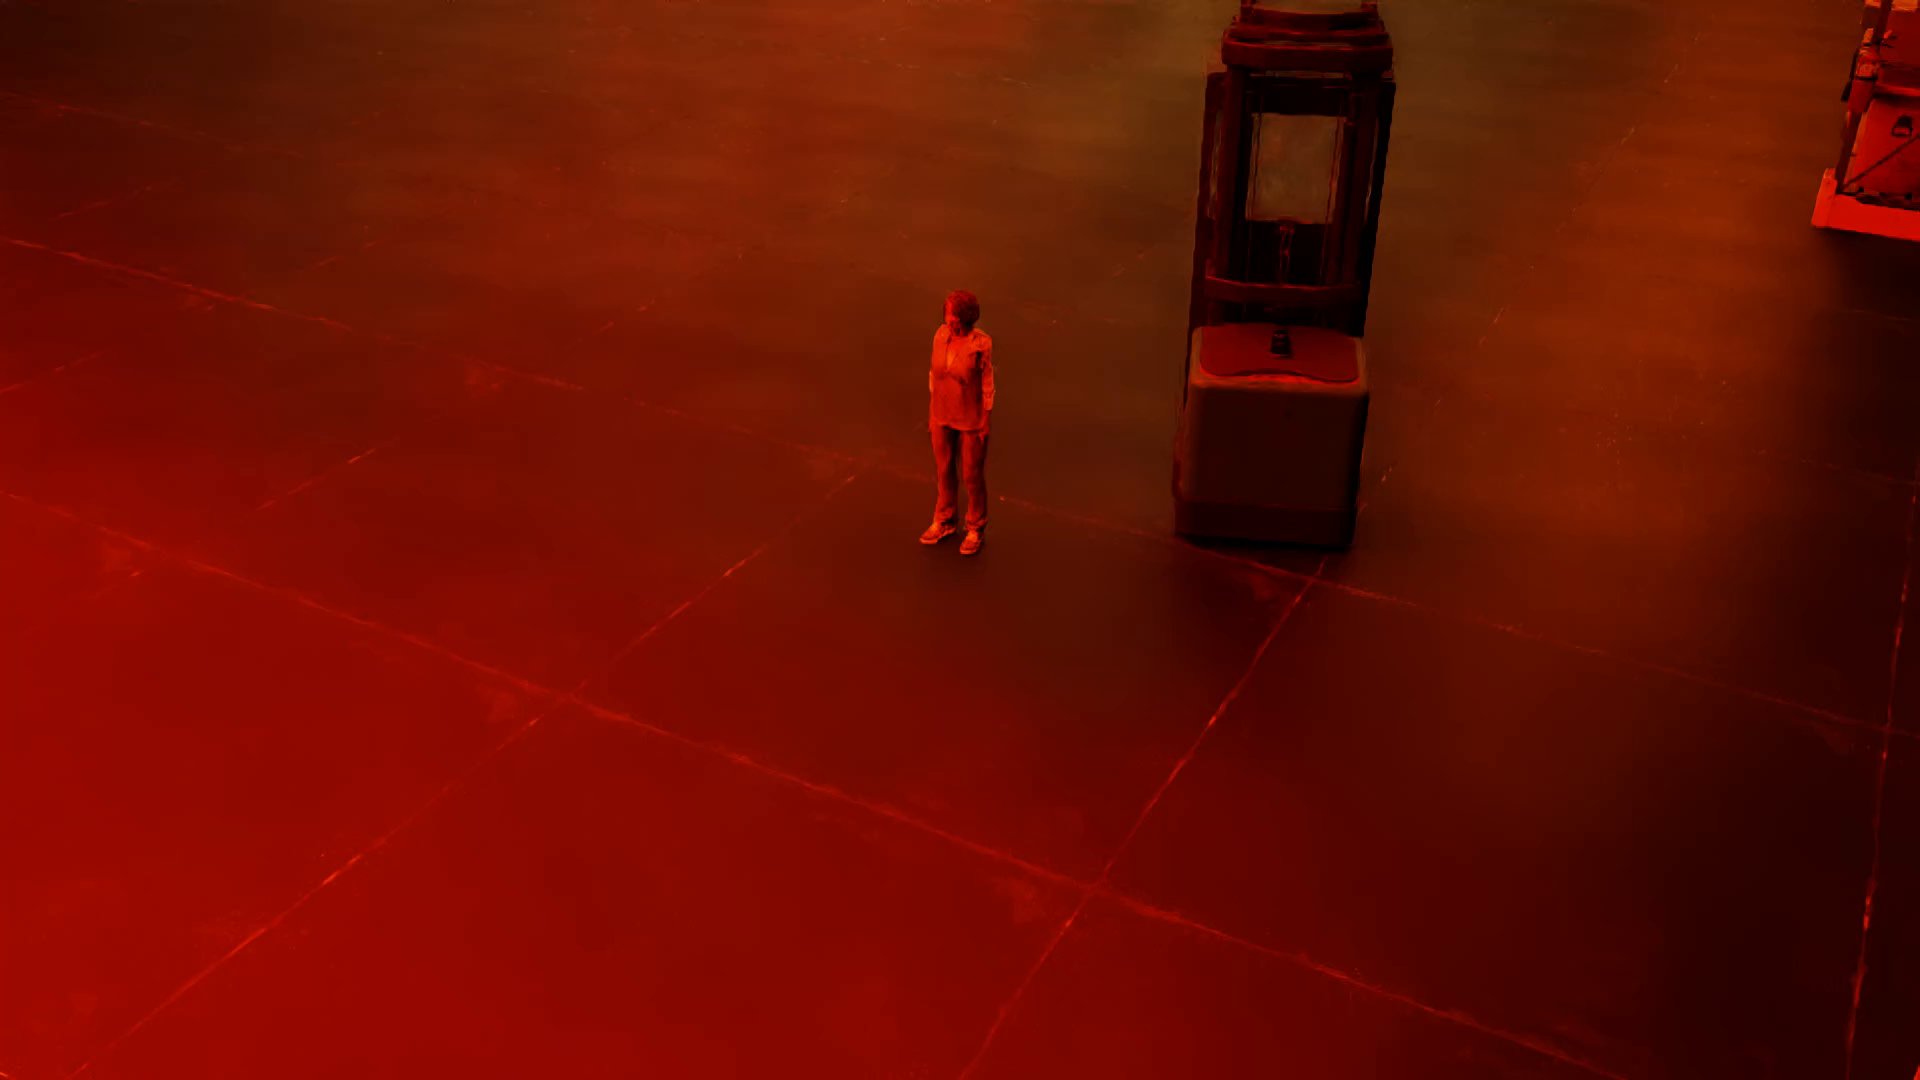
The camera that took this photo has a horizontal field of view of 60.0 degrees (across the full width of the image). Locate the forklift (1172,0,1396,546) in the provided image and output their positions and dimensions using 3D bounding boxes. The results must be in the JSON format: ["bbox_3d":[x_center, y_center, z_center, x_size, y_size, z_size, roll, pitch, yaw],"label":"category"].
[{"bbox_3d":[2.033,-1.953,10.454,1.130,2.935,3.031,4,30,8],"label":"forklift"}]

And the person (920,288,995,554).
[{"bbox_3d":[-0.004,-0.689,9.596,0.405,1.604,0.310,15,33,25],"label":"person"}]
